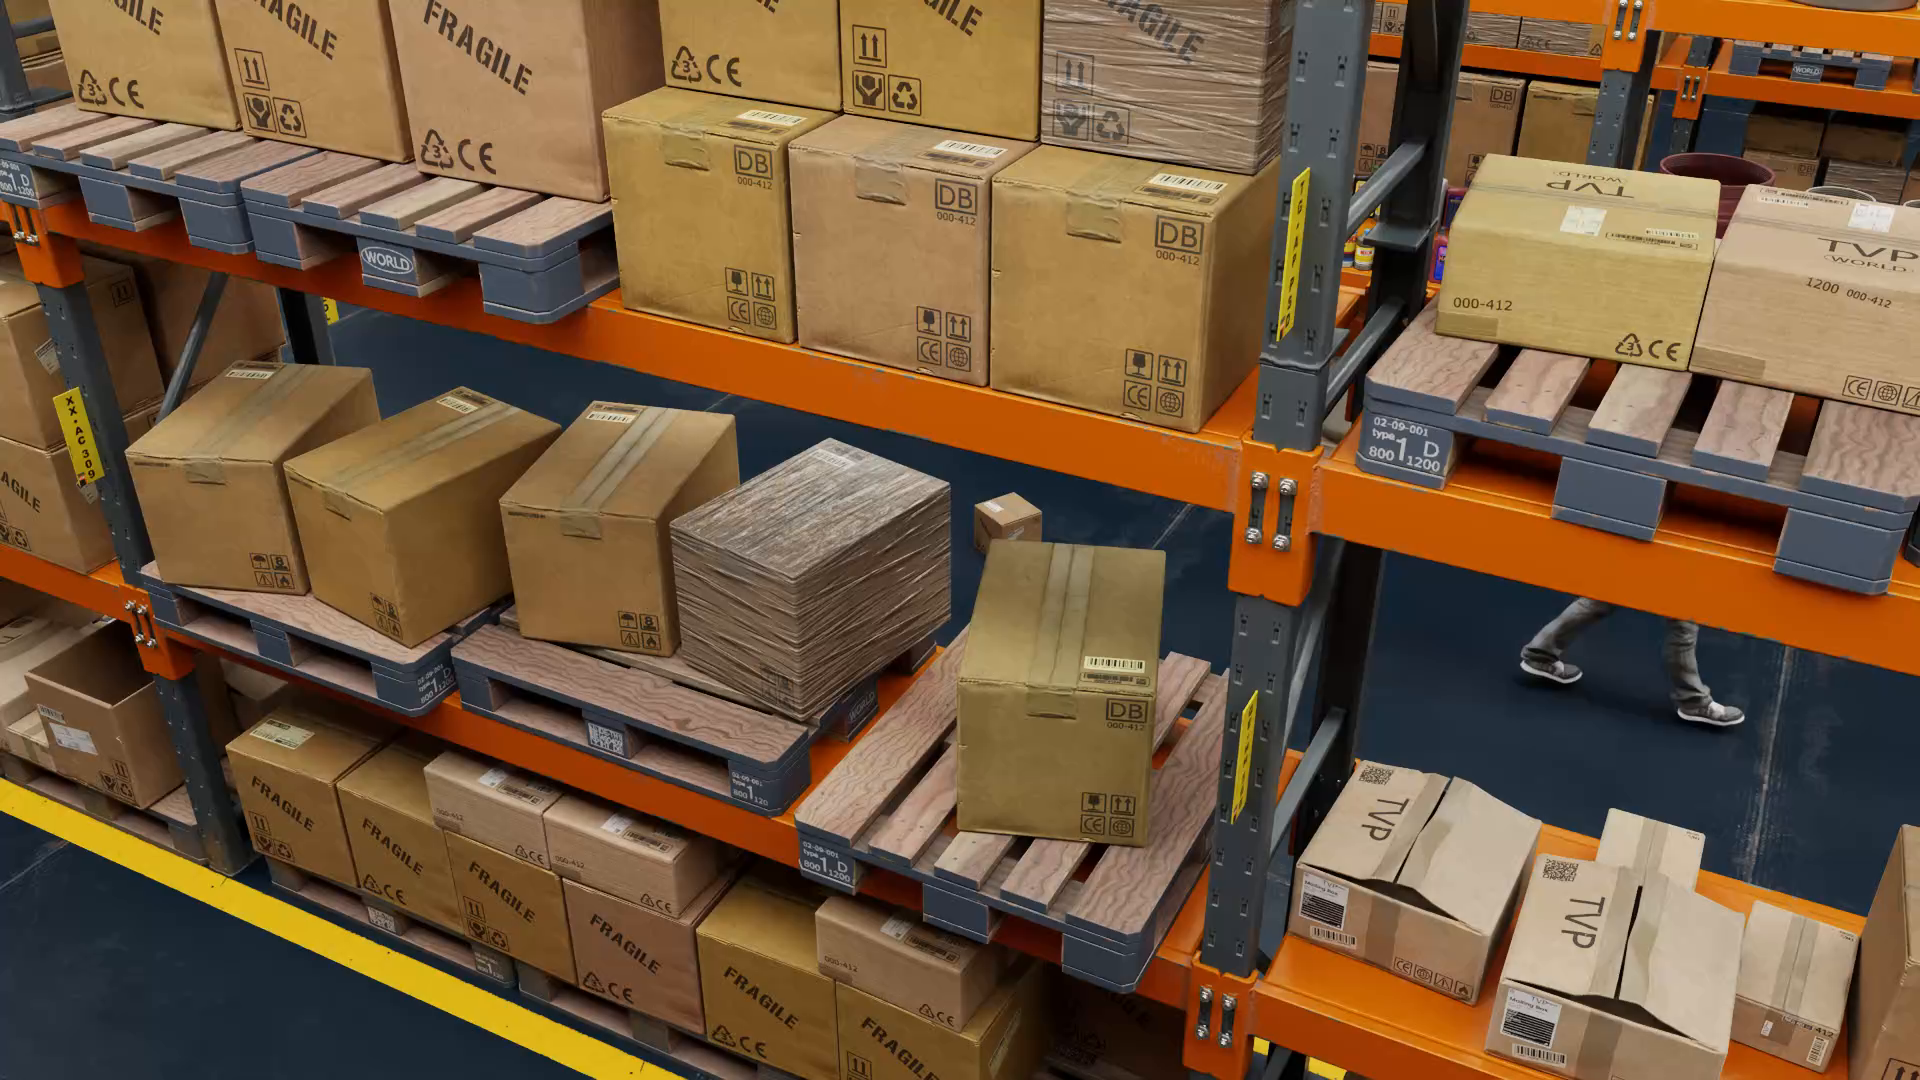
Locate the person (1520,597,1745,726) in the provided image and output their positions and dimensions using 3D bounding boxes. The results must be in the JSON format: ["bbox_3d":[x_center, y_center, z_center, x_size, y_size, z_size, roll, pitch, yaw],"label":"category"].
[{"bbox_3d":[2.986,0.034,7.067,0.949,1.537,0.409,7,31,12],"label":"person"}]
